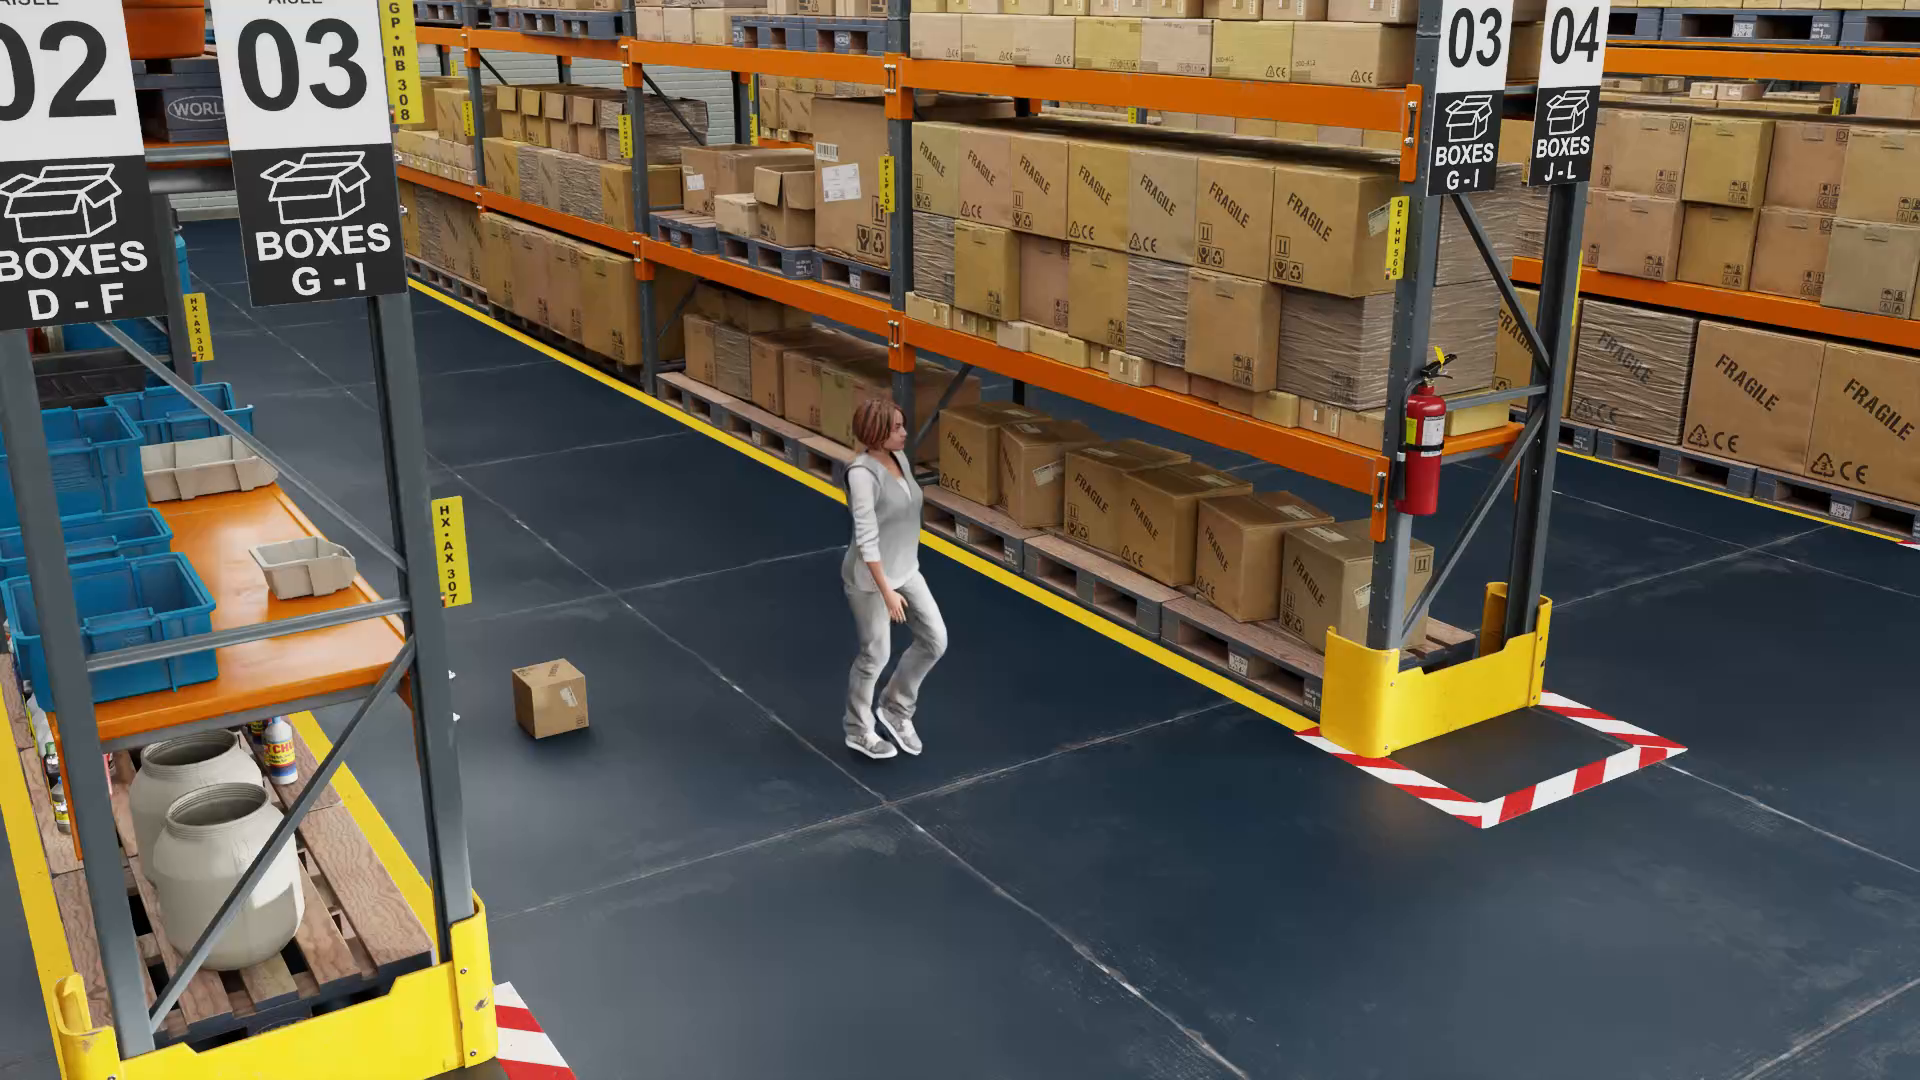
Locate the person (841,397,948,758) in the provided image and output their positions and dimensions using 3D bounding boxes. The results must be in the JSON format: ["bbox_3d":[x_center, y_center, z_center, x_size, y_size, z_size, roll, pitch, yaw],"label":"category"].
[{"bbox_3d":[-0.313,0.186,6.977,0.449,1.622,0.422,10,21,28],"label":"person"}]
